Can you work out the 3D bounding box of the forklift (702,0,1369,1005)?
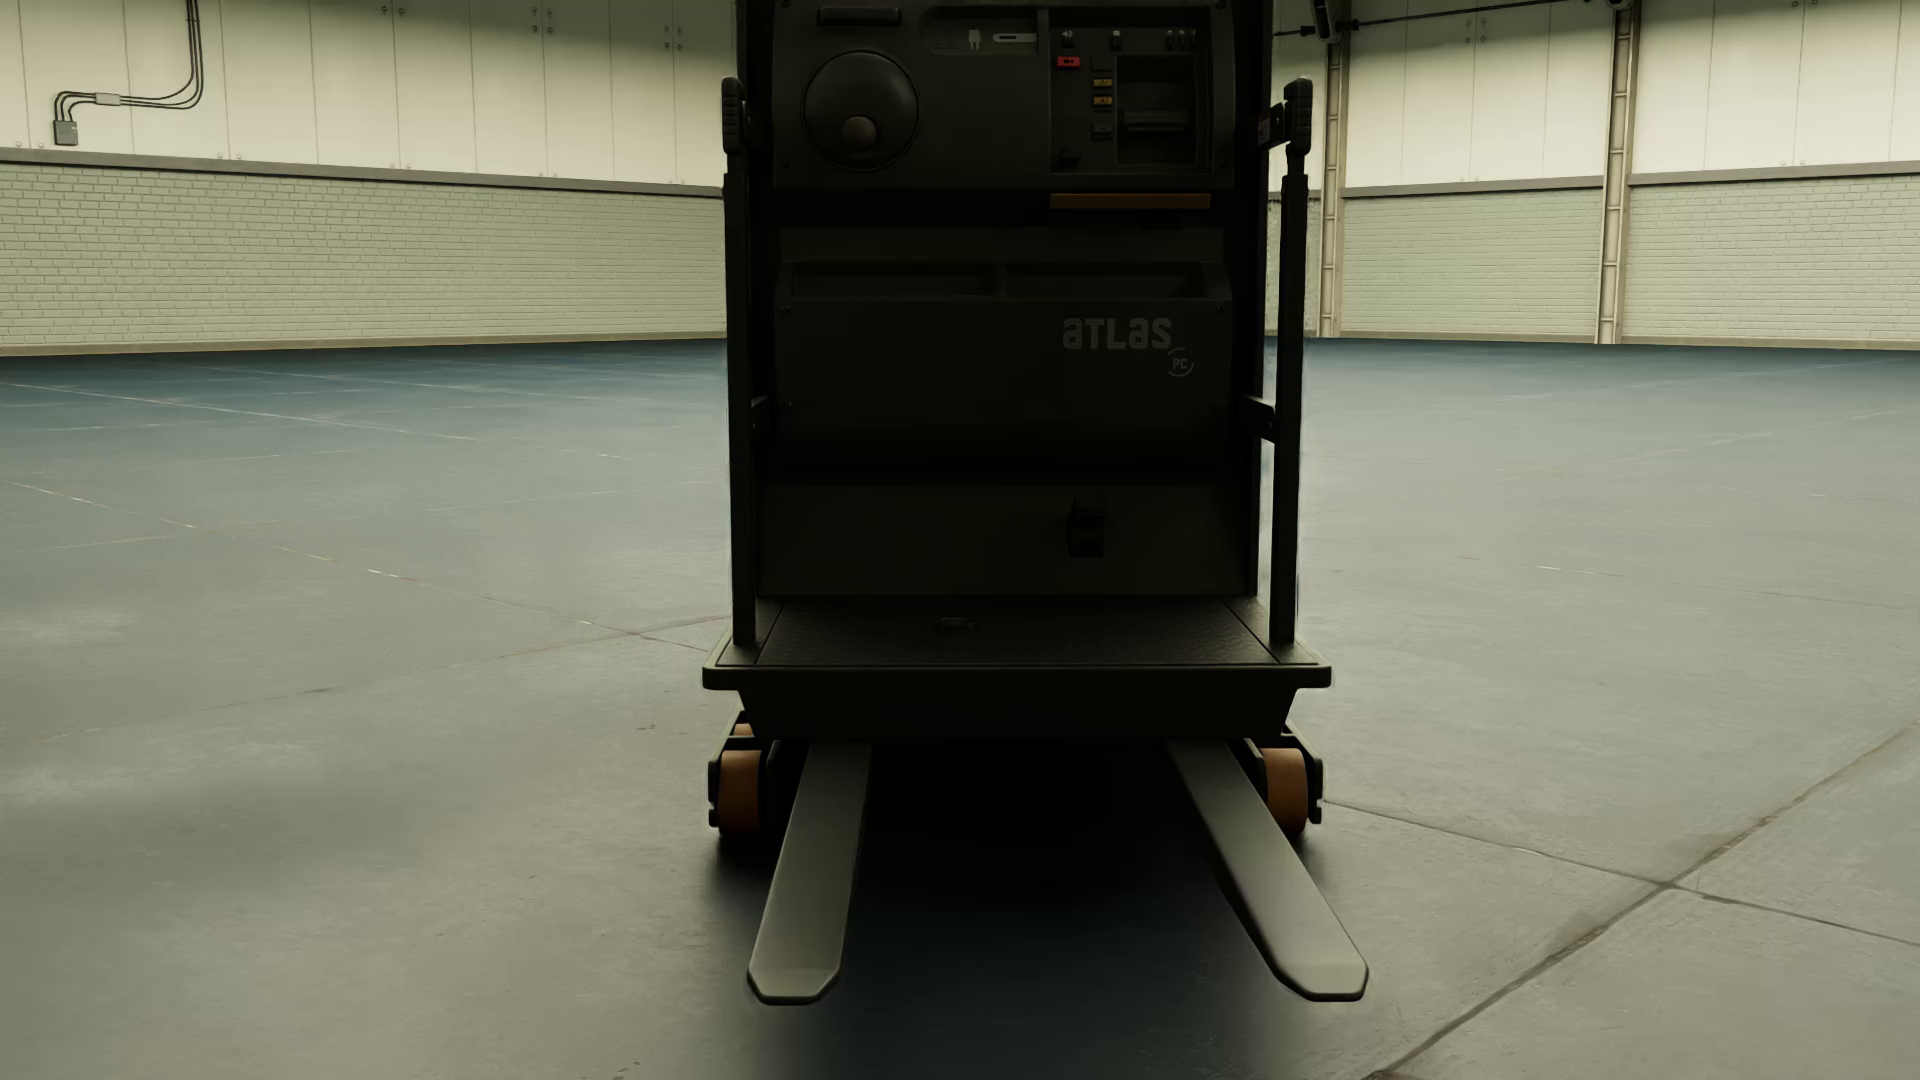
[{"bbox_3d":[0.094,-0.946,3.156,1.130,2.935,3.031,0,9,-1],"label":"forklift"}]
